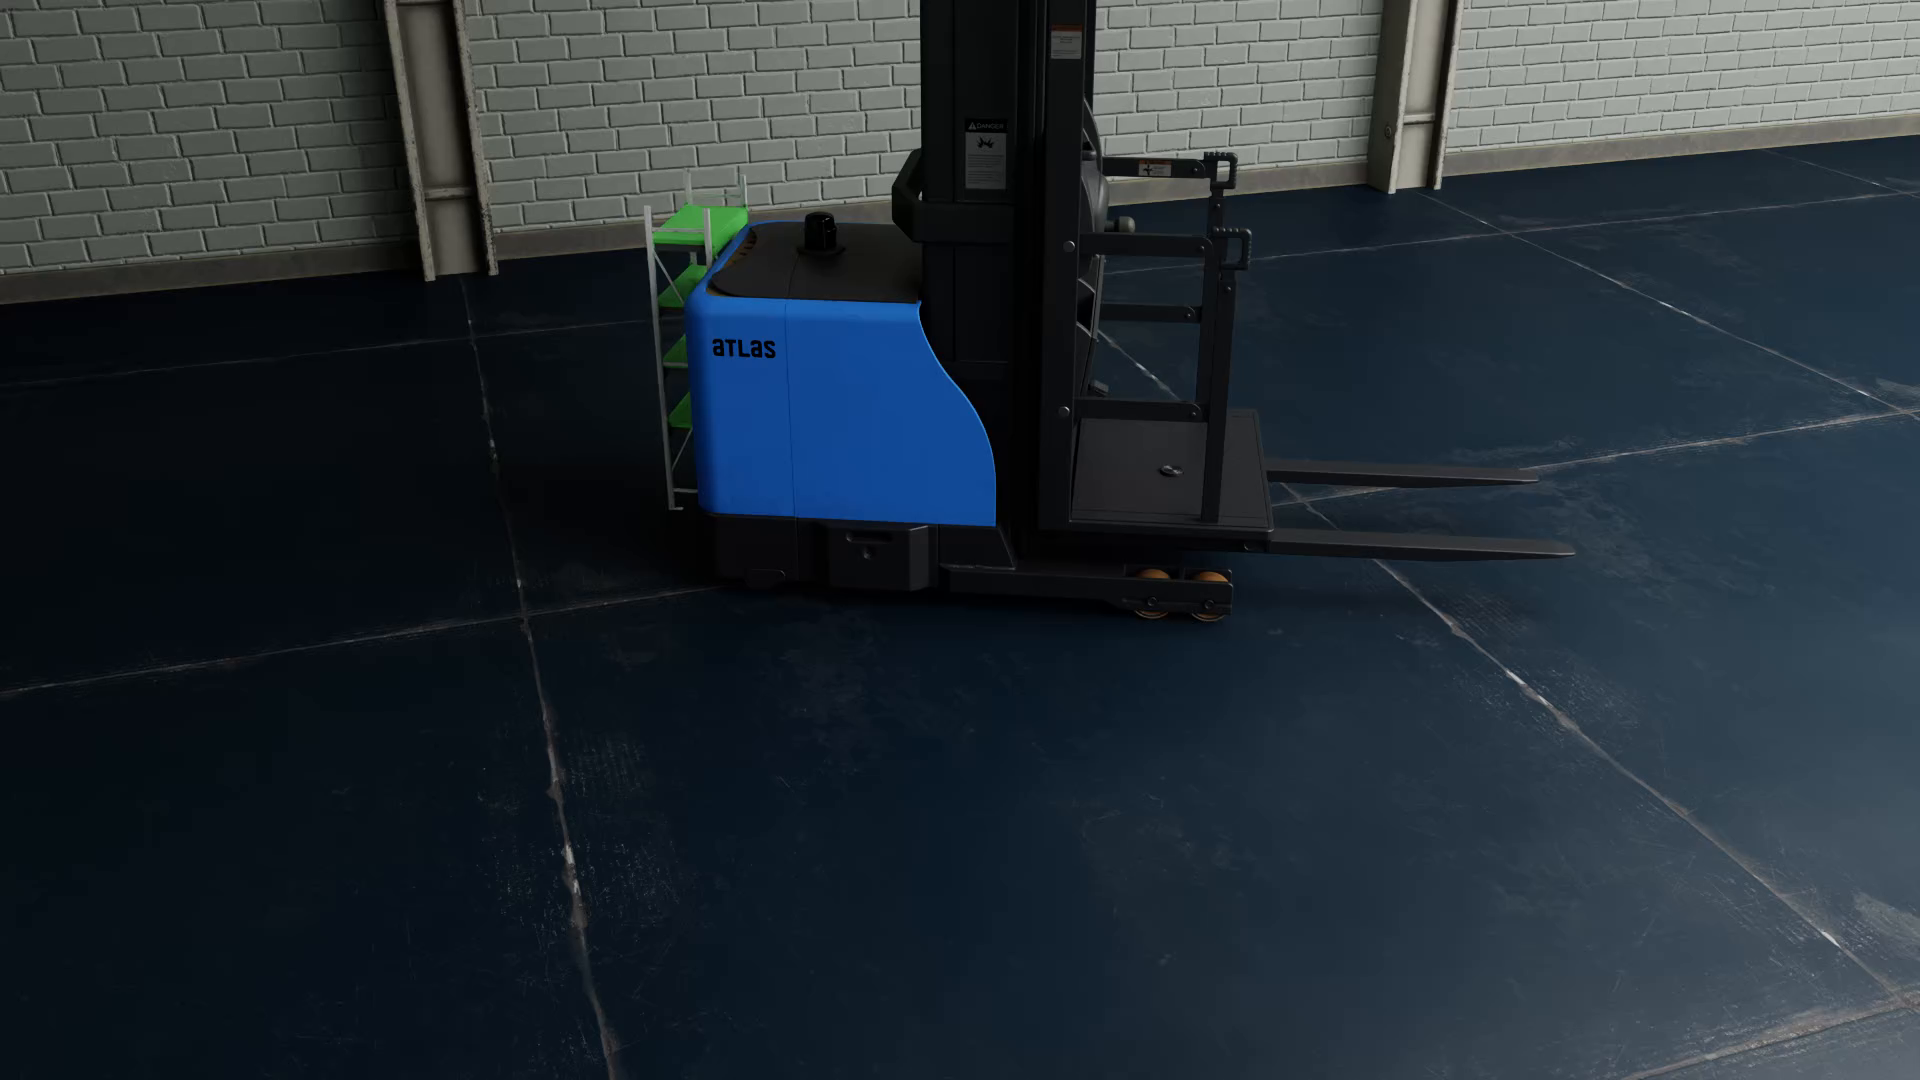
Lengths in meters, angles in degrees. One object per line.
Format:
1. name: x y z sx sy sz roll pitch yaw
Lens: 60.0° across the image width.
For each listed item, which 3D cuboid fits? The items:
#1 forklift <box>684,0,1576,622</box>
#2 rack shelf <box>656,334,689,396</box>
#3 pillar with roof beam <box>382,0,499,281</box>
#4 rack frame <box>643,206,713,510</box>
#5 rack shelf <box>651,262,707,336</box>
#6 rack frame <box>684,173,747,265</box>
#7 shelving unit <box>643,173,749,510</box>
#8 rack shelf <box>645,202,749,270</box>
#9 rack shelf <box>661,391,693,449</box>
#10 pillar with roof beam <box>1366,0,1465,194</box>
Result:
1. forklift: 0.624 -1.283 5.539 3.031 2.935 1.130 3 27 5
2. rack shelf: -0.978 -0.701 6.457 0.258 0.148 0.480 4 27 8
3. pillar with roof beam: -1.459 -3.720 3.622 0.400 9.000 9.100 -8 28 -16
4. rack frame: -1.015 -0.651 6.212 0.240 1.200 0.015 4 27 8
5. rack shelf: -0.978 -0.916 6.350 0.258 0.148 0.480 4 27 8
6. rack frame: -0.941 -0.866 6.645 0.240 1.200 0.015 4 27 8
7. shelving unit: -0.978 -0.759 6.429 0.258 1.200 0.503 4 27 8
8. rack shelf: -0.978 -1.131 6.244 0.258 0.148 0.480 4 27 8
9. rack shelf: -0.978 -0.486 6.564 0.258 0.148 0.480 4 27 8
10. pillar with roof beam: 4.246 -4.546 5.287 0.400 9.000 9.100 -8 28 -16
